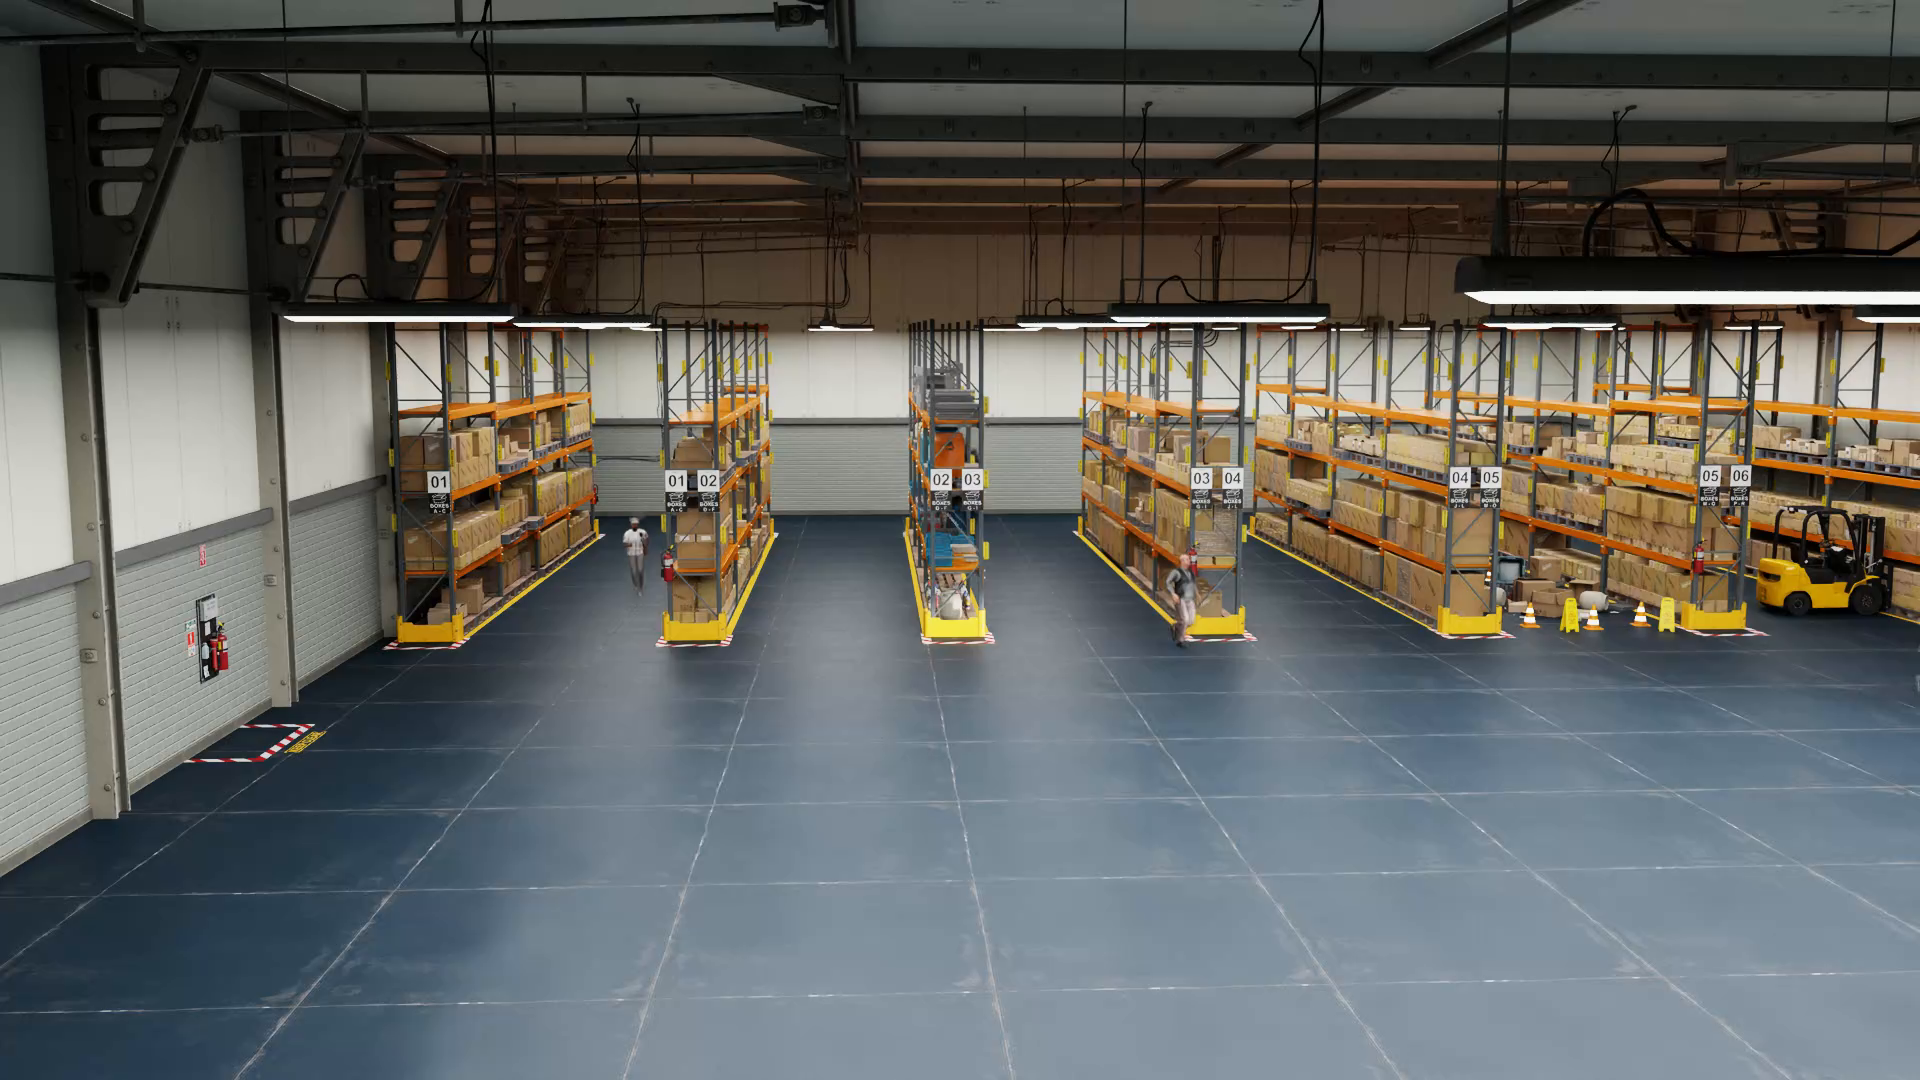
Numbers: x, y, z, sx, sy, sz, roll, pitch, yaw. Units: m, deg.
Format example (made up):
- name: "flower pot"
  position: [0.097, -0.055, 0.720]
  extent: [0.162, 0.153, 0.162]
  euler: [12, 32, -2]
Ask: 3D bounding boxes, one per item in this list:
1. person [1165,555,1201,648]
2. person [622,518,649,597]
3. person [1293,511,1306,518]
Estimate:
- name: "person"
  position: [4.137, 1.120, 30.700]
  extent: [0.696, 1.683, 0.582]
  euler: [-5, 8, -33]
- name: "person"
  position: [-7.145, 0.367, 36.648]
  extent: [0.564, 1.750, 0.794]
  euler: [-1, 7, -8]
- name: "person"
  position: [10.071, -1.208, 49.190]
  extent: [0.658, 1.770, 0.674]
  euler: [0, 7, 1]
